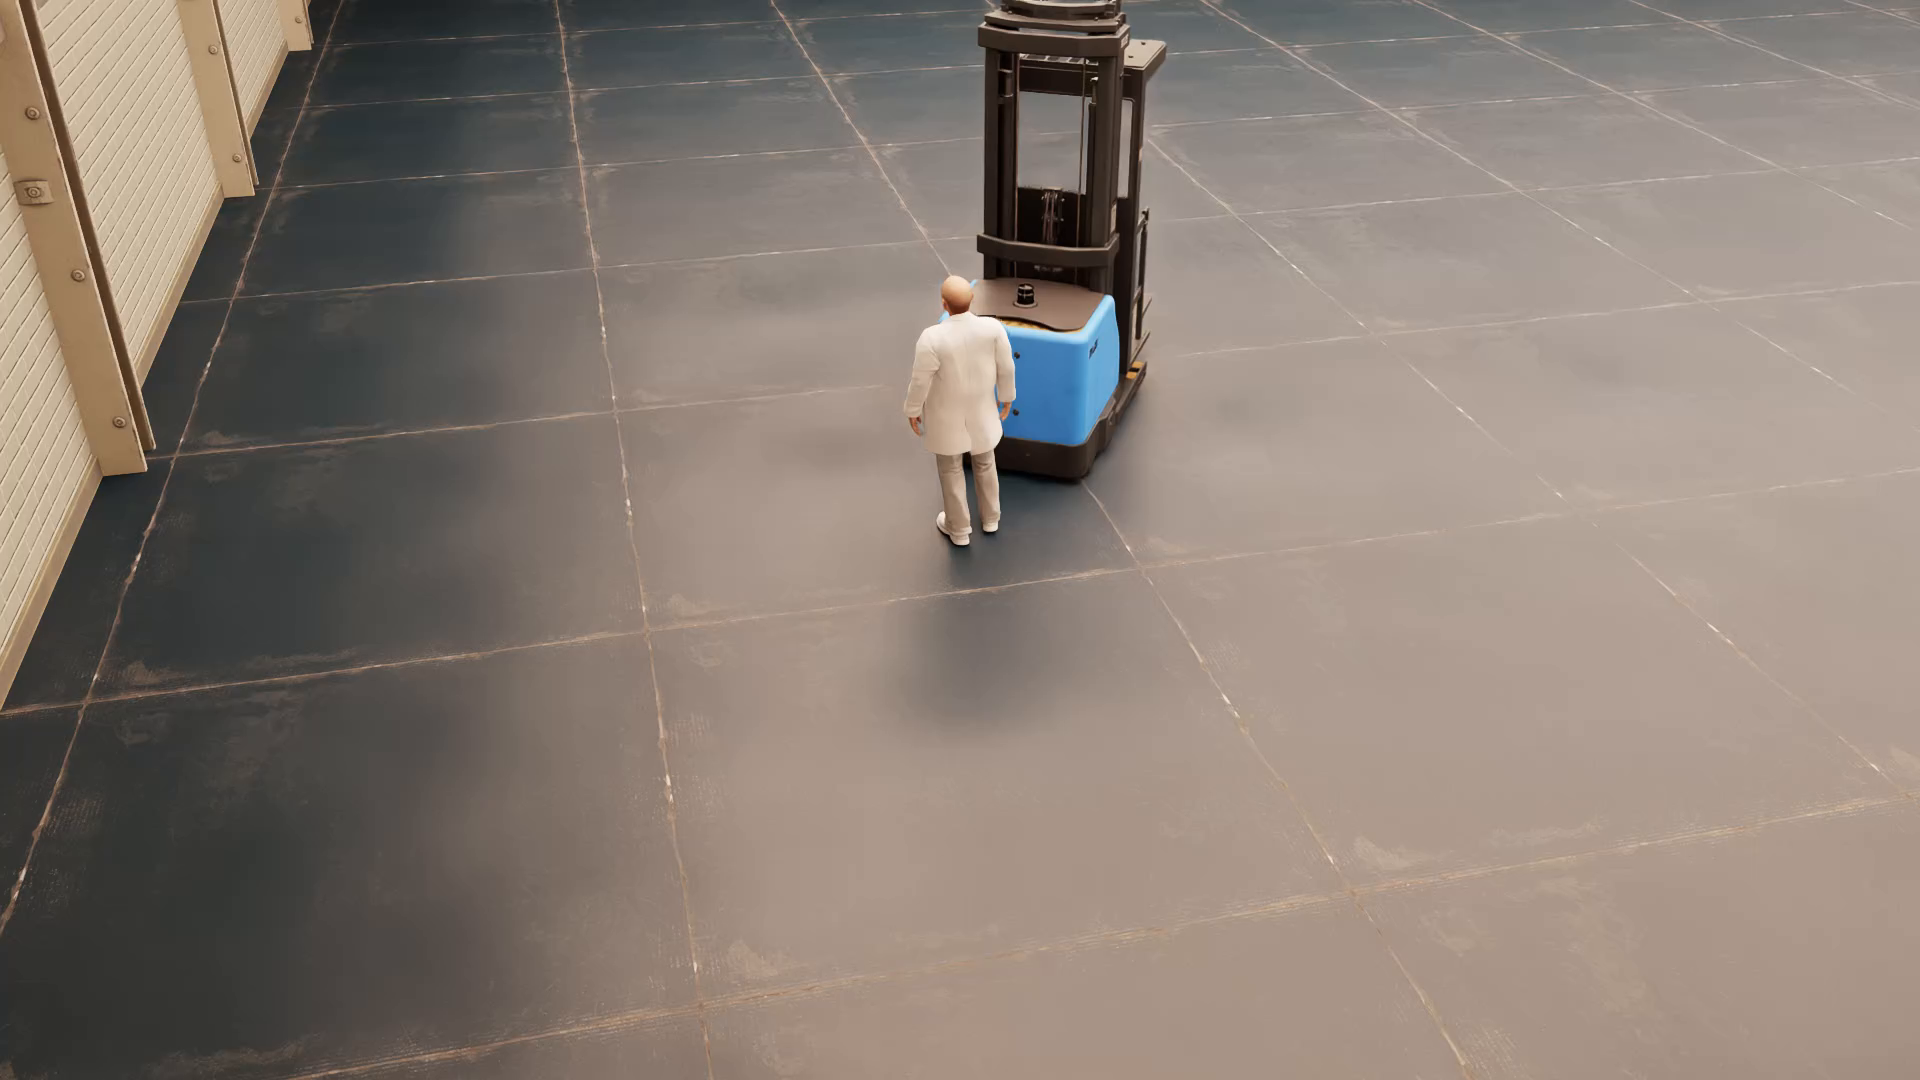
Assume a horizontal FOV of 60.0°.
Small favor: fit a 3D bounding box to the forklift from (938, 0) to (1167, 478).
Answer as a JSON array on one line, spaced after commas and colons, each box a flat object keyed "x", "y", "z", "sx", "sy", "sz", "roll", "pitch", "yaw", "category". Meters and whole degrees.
[{"x": 0.775, "y": -2.406, "z": 11.730, "sx": 1.130, "sy": 2.935, "sz": 3.031, "roll": 9, "pitch": 31, "yaw": 15, "category": "forklift"}]

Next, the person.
[{"x": -0.018, "y": -0.821, "z": 10.129, "sx": 0.698, "sy": 1.777, "sz": 0.578, "roll": -7, "pitch": 31, "yaw": -12, "category": "person"}]
